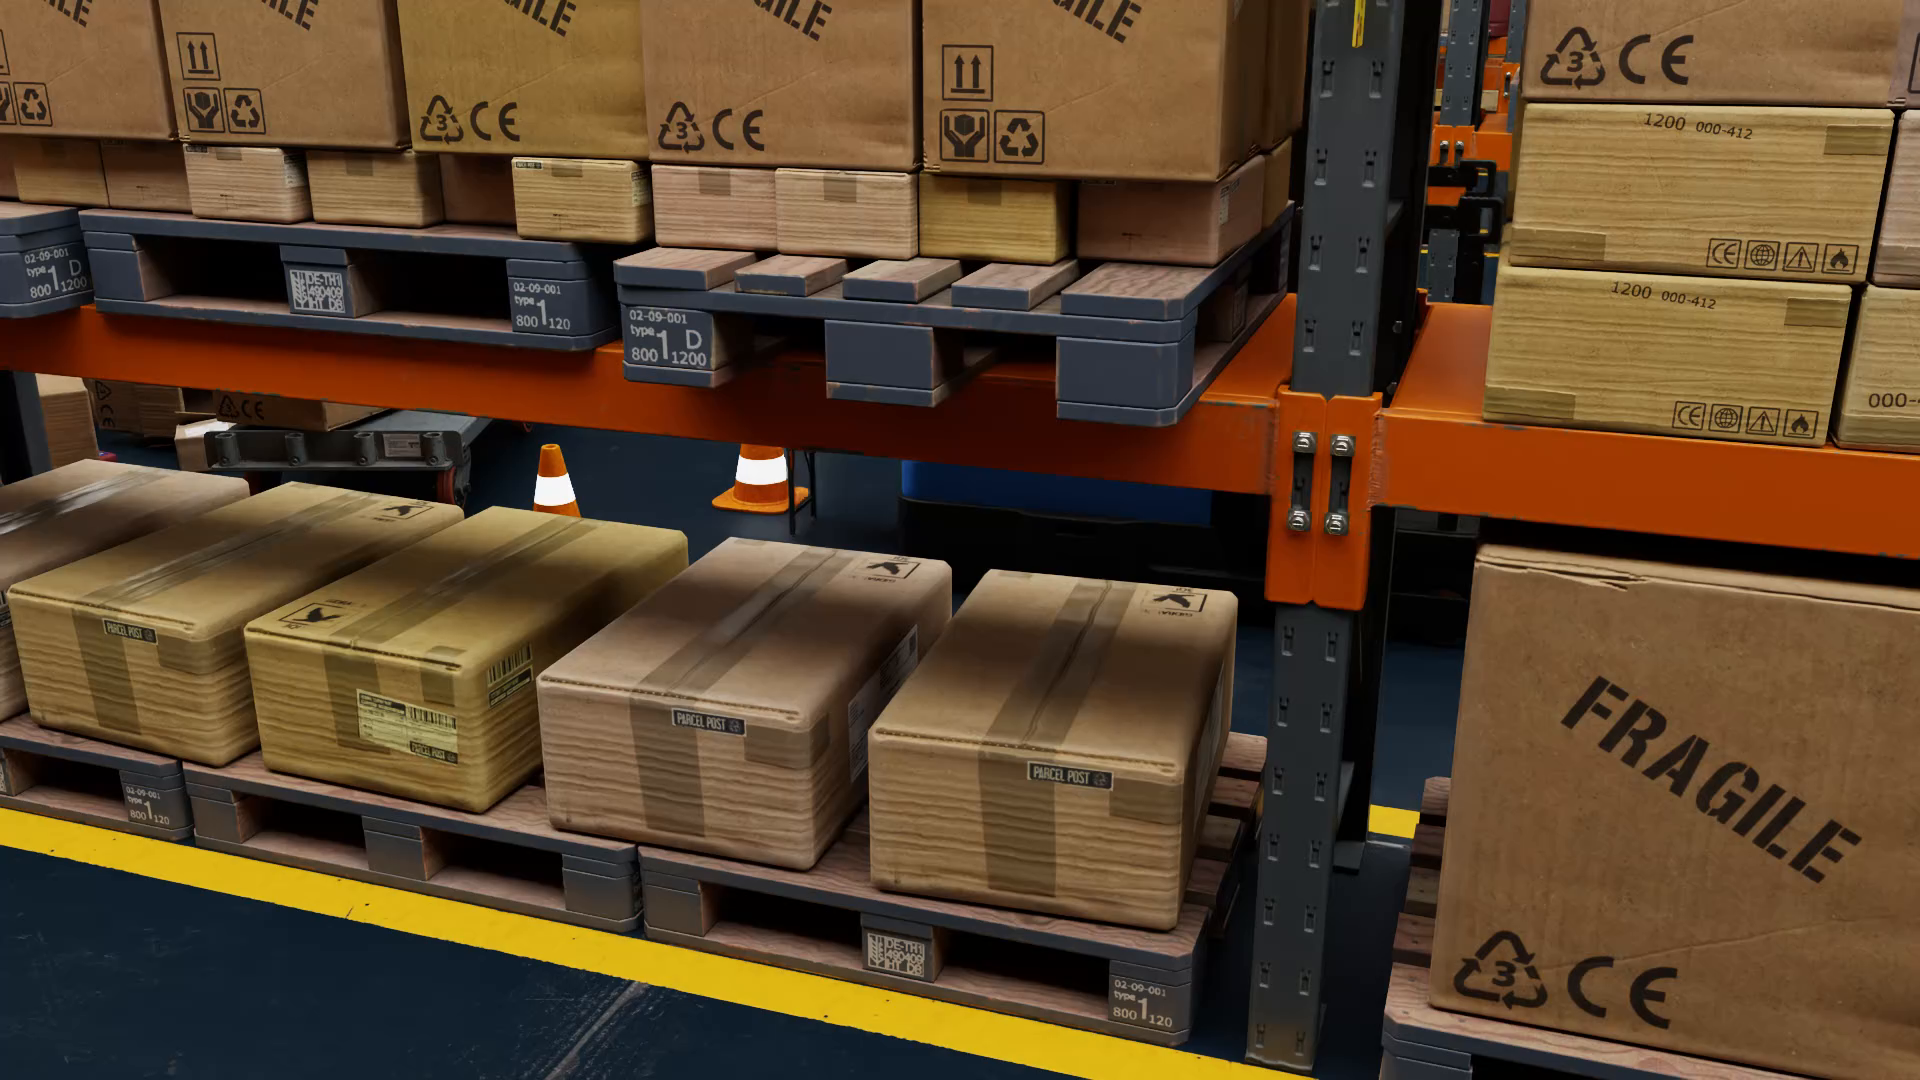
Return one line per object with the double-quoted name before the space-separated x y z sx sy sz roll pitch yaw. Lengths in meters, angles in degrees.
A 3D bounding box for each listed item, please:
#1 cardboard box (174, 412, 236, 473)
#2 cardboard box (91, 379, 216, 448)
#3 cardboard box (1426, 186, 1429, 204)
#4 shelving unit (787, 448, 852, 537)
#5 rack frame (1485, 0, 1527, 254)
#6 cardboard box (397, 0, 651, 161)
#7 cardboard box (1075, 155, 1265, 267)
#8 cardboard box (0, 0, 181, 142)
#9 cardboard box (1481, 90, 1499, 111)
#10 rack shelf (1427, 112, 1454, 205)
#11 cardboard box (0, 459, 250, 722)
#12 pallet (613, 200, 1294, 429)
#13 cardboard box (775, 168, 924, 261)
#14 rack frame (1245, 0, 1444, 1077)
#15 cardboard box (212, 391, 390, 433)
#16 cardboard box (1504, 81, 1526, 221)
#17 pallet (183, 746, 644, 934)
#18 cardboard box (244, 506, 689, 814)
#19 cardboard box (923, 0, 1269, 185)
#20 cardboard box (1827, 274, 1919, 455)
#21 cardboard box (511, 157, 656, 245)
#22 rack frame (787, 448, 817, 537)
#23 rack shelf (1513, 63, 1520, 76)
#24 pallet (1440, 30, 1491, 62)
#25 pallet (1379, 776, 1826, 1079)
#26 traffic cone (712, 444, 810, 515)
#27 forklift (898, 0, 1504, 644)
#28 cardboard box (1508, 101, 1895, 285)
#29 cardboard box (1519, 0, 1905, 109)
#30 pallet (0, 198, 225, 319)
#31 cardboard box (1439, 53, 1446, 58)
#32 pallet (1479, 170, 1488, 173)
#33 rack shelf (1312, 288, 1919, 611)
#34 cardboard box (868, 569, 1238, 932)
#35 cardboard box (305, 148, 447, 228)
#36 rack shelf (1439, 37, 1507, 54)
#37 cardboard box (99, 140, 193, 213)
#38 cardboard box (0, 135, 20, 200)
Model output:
"cardboard box" -3.073 -0.457 6.983 0.396 0.266 0.258 -7 20 -20
"cardboard box" -3.410 -0.809 7.426 0.503 0.637 0.797 7 20 18
"cardboard box" 3.383 -2.735 12.495 0.500 0.500 0.700 5 20 15
"shelving unit" -0.350 -0.593 5.955 0.503 1.200 0.258 5 20 15
"rack frame" 4.023 -3.642 11.966 0.127 3.000 1.000 7 20 18
"cardboard box" -0.719 -1.016 3.191 0.500 0.500 0.500 5 20 14
"cardboard box" 0.384 -0.602 2.991 0.250 0.149 0.380 7 21 20
"cardboard box" -1.723 -1.127 3.511 0.500 0.500 0.500 6 20 18
"cardboard box" 6.700 -5.602 21.130 0.500 0.250 0.500 7 20 19
"rack shelf" 0.410 -1.987 8.312 4.000 0.370 1.077 7 20 18
"cardboard box" -2.512 0.106 4.569 0.625 0.372 0.950 7 20 19
"pallet" 0.062 -0.514 3.284 1.003 0.211 1.213 7 20 18
"cardboard box" -0.146 -0.622 3.047 0.250 0.149 0.380 6 20 18
"rack frame" 0.771 -0.560 3.127 0.127 3.000 1.000 7 20 18
"cardboard box" -2.452 -0.726 6.250 0.500 0.500 0.500 7 20 18
"cardboard box" 1.312 -0.752 3.146 0.500 0.250 0.500 6 20 18
"pallet" -1.116 0.539 4.209 1.213 0.211 1.003 7 20 18
"cardboard box" -1.174 0.257 4.136 0.625 0.372 0.950 7 20 20
"cardboard box" 0.250 -0.909 2.885 0.500 0.500 0.500 6 20 16
"cardboard box" 1.641 -0.309 2.632 0.500 0.250 0.500 6 20 16
"cardboard box" -0.646 -0.677 3.205 0.250 0.149 0.380 7 20 19
"rack frame" -0.585 -0.615 6.019 0.015 1.200 0.240 5 20 15
"rack shelf" 5.912 -3.086 11.465 4.000 0.370 1.077 7 20 18
"pallet" 3.315 -3.595 12.124 1.003 0.211 1.213 7 20 18
"pallet" 1.491 0.865 3.274 1.213 0.211 1.003 7 20 18
"traffic cone" -0.775 -0.376 6.450 0.334 0.463 0.336 7 20 18
"forklift" 1.366 -1.256 5.225 3.031 2.935 1.130 5 20 15
"cardboard box" 1.168 -0.594 2.692 0.500 0.250 0.500 6 20 18
"cardboard box" 1.156 -0.950 2.575 0.500 0.500 0.500 6 20 16
"pallet" -2.334 -0.774 4.031 1.213 0.211 1.003 7 20 18
"cardboard box" 7.754 -7.443 26.000 0.500 0.500 0.700 6 20 18
"pallet" 4.929 -3.961 17.118 1.213 0.211 1.003 7 20 18
"rack shelf" 2.660 -0.005 2.625 4.000 0.370 1.077 7 20 18
"cardboard box" 0.240 0.418 3.674 0.625 0.372 0.950 5 20 14
"cardboard box" -1.106 -0.745 3.400 0.250 0.149 0.380 6 20 16
"rack shelf" 3.759 -5.058 17.122 4.000 0.370 1.077 7 20 18
"cardboard box" -1.601 -0.810 3.585 0.250 0.149 0.380 7 20 18
"cardboard box" -2.064 -0.878 3.781 0.250 0.149 0.380 8 21 22
